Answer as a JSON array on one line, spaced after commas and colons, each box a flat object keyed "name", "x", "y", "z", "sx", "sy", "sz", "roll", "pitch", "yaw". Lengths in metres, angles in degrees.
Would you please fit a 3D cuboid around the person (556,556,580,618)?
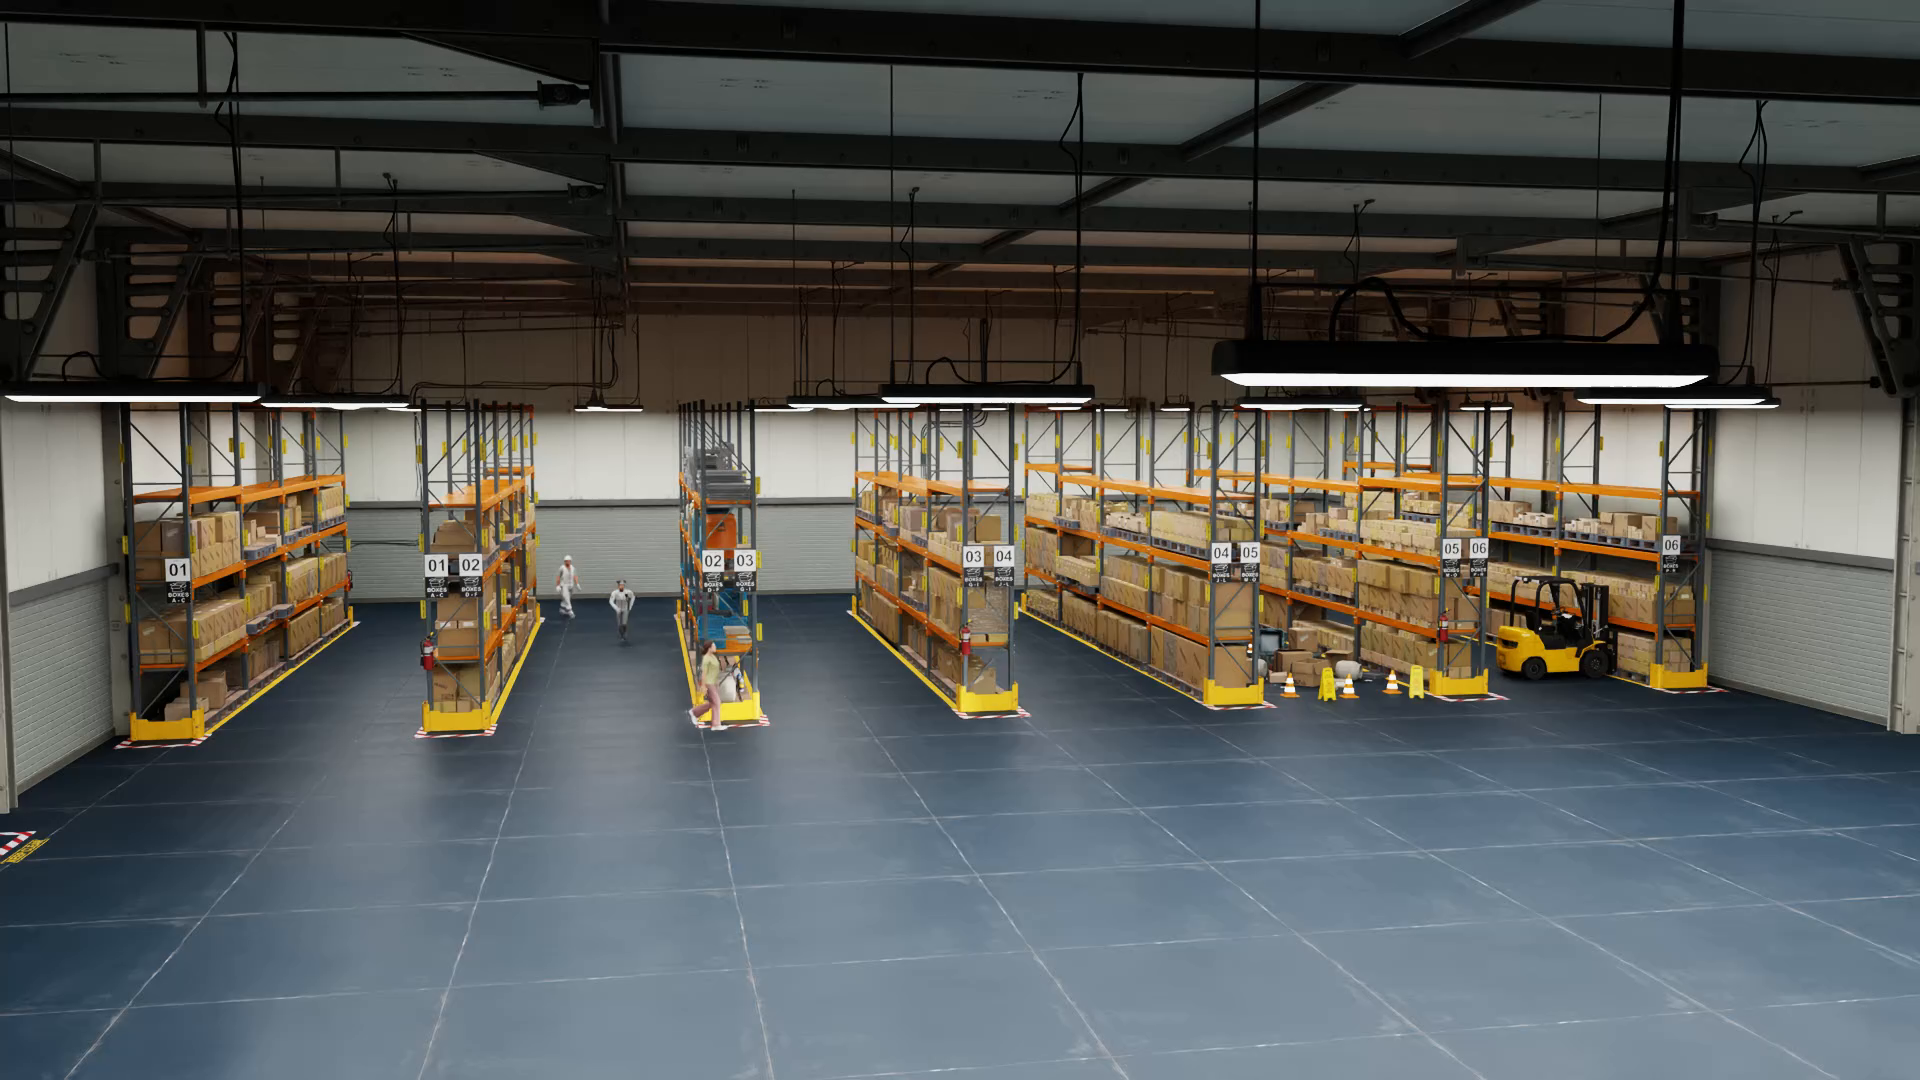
[{"name": "person", "x": -11.026, "y": 1.300, "z": 46.770, "sx": 0.566, "sy": 1.719, "sz": 1.097, "roll": -4, "pitch": 6, "yaw": -45}]

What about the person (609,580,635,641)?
[{"name": "person", "x": -8.494, "y": 1.772, "z": 41.840, "sx": 0.600, "sy": 1.601, "sz": 0.702, "roll": 0, "pitch": 4, "yaw": -2}]

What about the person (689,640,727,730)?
[{"name": "person", "x": -4.581, "y": 2.620, "z": 30.172, "sx": 0.771, "sy": 1.634, "sz": 0.467, "roll": 1, "pitch": 4, "yaw": 12}]
